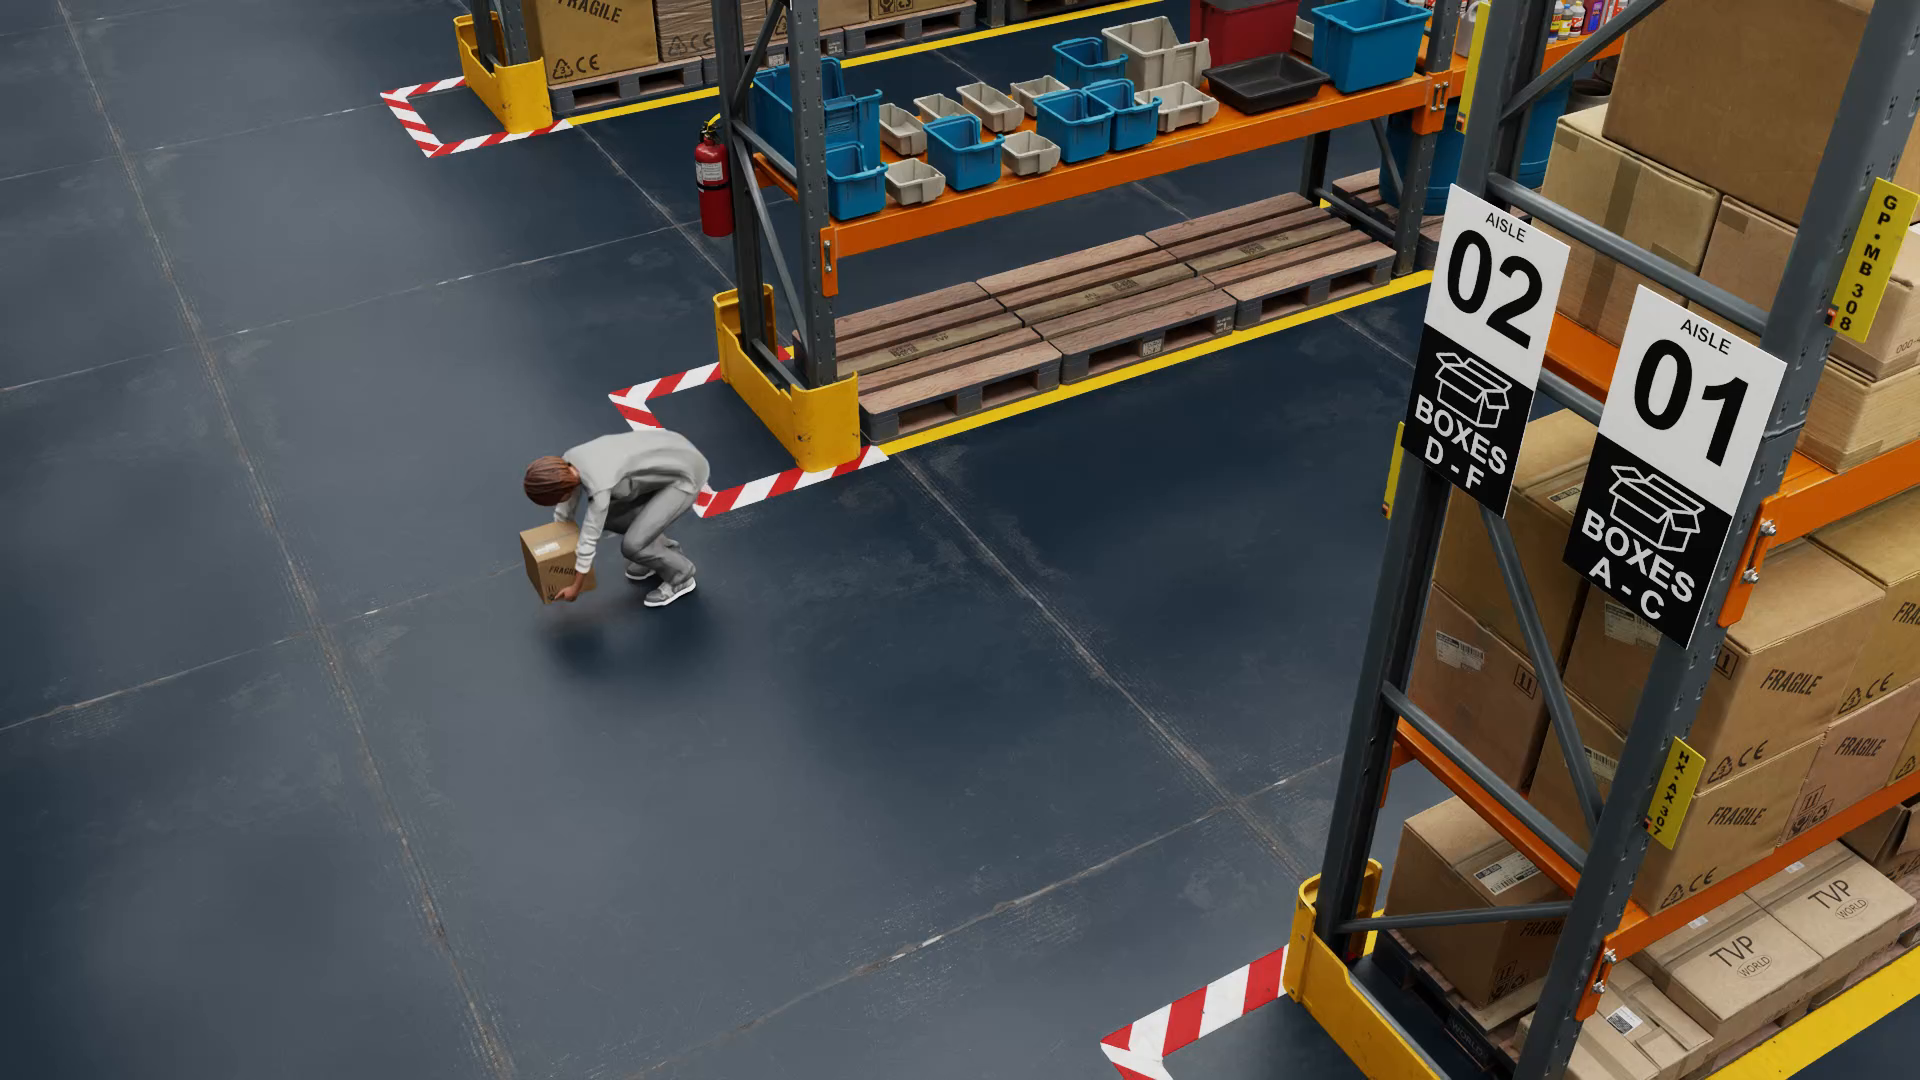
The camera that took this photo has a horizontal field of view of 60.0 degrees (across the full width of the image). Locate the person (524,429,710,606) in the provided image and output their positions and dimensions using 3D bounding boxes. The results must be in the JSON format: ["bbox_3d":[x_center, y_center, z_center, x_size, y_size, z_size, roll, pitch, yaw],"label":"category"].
[{"bbox_3d":[-1.544,-0.101,7.642,0.854,0.901,0.432,-21,42,-25],"label":"person"}]
